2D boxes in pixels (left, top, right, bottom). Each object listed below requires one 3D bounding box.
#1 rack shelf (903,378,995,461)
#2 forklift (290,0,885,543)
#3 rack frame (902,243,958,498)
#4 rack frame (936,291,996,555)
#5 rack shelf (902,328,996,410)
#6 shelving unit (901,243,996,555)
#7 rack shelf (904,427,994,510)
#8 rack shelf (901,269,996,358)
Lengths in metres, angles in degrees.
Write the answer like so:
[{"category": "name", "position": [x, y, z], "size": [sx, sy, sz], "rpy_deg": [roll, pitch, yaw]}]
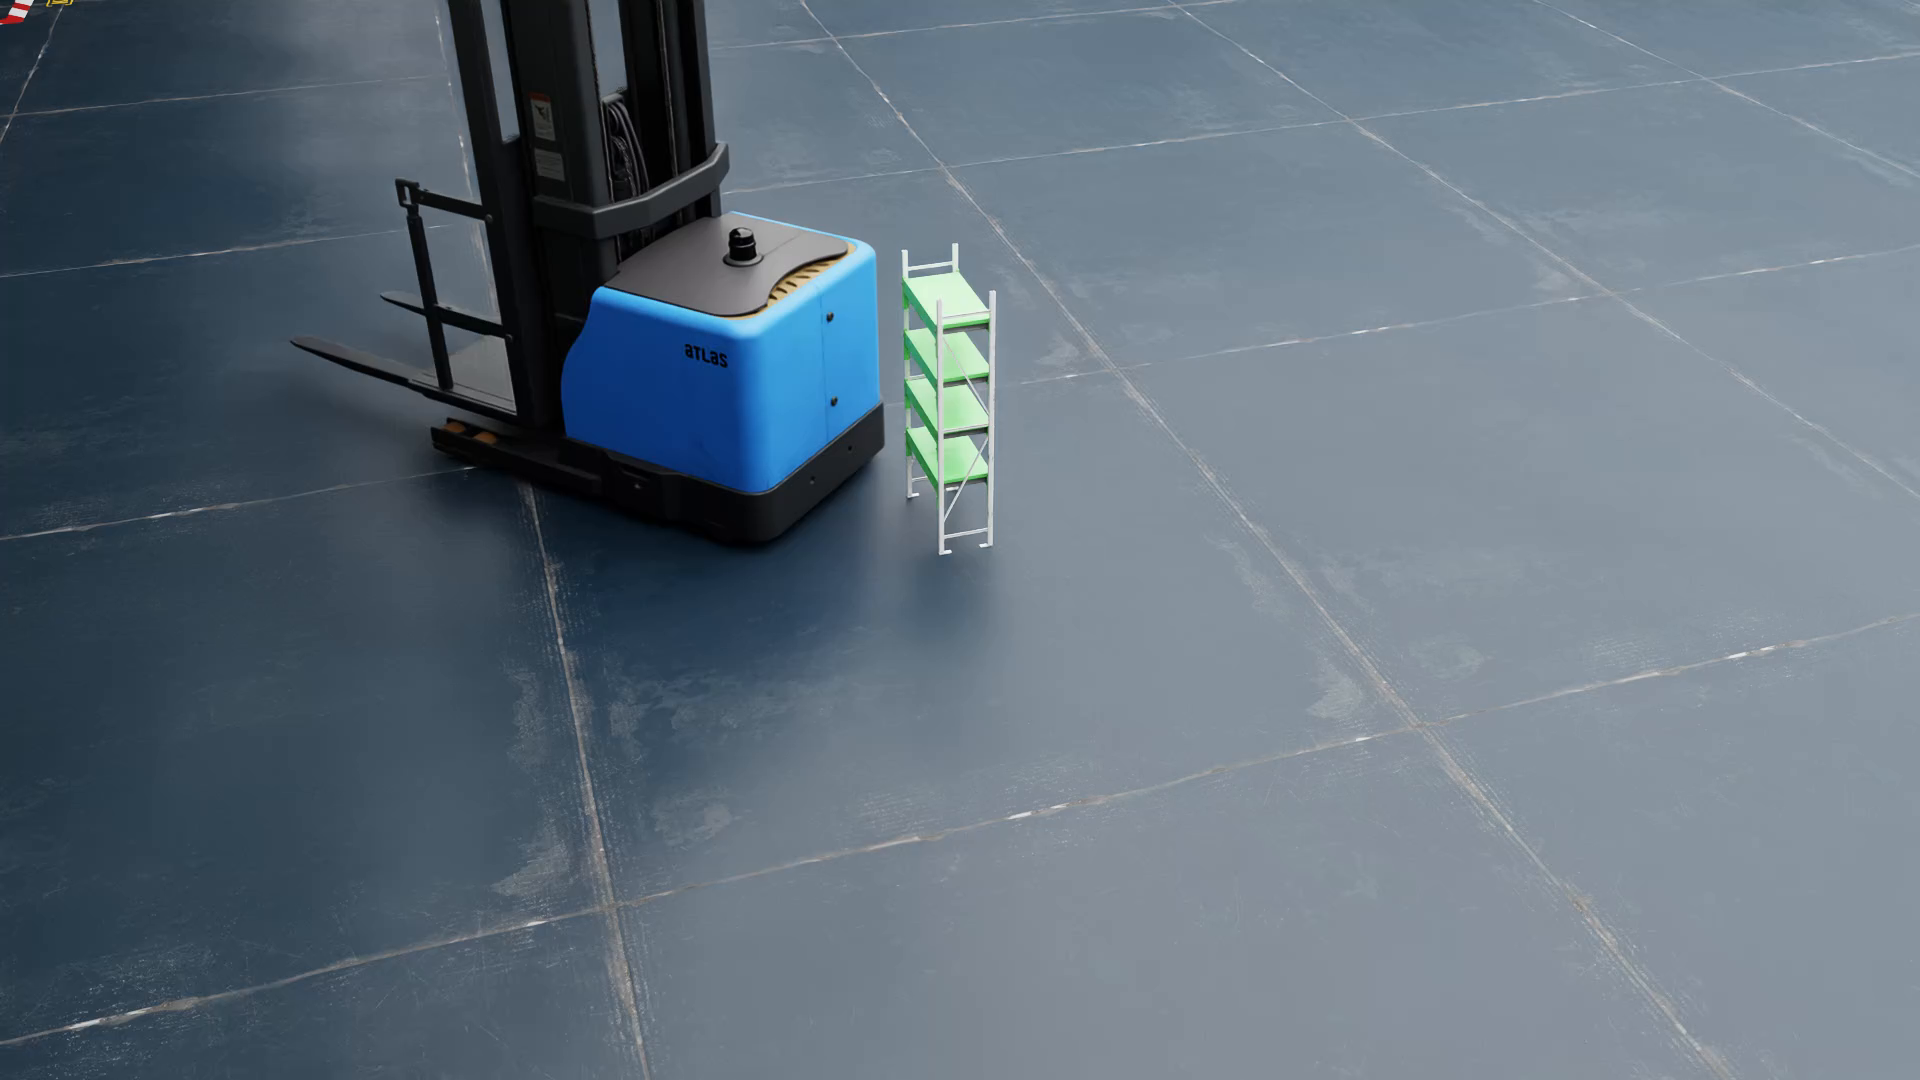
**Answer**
[{"category": "rack shelf", "position": [-0.050, -0.534, 7.086], "size": [0.258, 0.148, 0.480], "rpy_deg": [-10, 35, -15]}, {"category": "forklift", "position": [-1.892, -1.793, 7.304], "size": [3.031, 2.935, 1.130], "rpy_deg": [17, 37, 24]}, {"category": "rack frame", "position": [-0.125, -0.716, 7.245], "size": [0.240, 1.200, 0.015], "rpy_deg": [-10, 35, -15]}, {"category": "rack frame", "position": [0.024, -0.459, 6.857], "size": [0.240, 1.200, 0.015], "rpy_deg": [-10, 35, -15]}, {"category": "rack shelf", "position": [-0.050, -0.734, 6.954], "size": [0.258, 0.148, 0.480], "rpy_deg": [-10, 35, -15]}, {"category": "shelving unit", "position": [-0.050, -0.587, 7.051], "size": [0.258, 1.200, 0.503], "rpy_deg": [-10, 35, -15]}, {"category": "rack shelf", "position": [-0.050, -0.334, 7.218], "size": [0.258, 0.148, 0.480], "rpy_deg": [-10, 35, -15]}, {"category": "rack shelf", "position": [-0.050, -0.935, 6.821], "size": [0.258, 0.148, 0.480], "rpy_deg": [-10, 35, -15]}]
